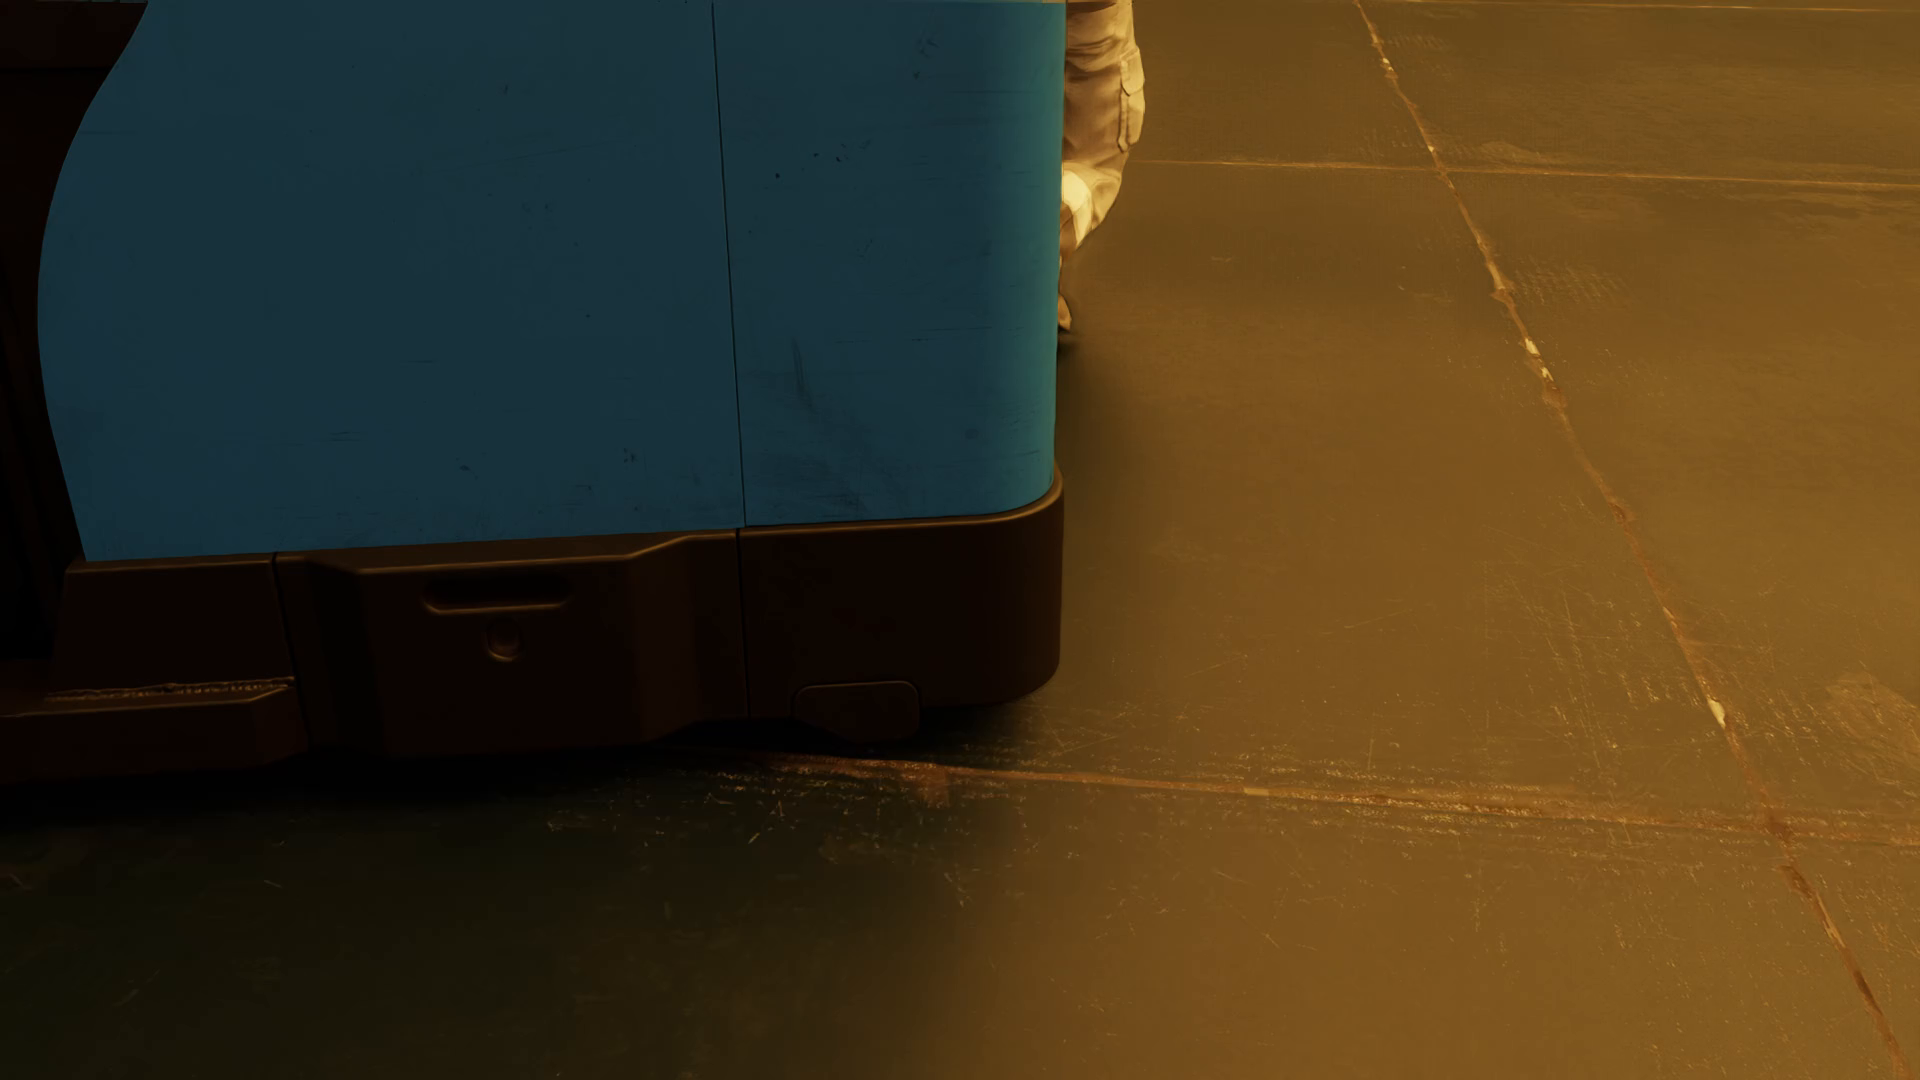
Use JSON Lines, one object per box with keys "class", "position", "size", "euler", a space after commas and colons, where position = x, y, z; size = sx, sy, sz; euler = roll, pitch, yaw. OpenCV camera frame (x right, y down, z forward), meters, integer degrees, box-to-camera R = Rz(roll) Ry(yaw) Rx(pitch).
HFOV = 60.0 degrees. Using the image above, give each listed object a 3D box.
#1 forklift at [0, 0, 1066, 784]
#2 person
{"class": "forklift", "position": [-1.433, -1.212, 1.645], "size": [3.031, 2.935, 1.130], "euler": [-3, 27, -6]}
{"class": "person", "position": [-0.118, -1.177, 3.191], "size": [0.995, 1.468, 0.977], "euler": [-4, 27, -8]}
